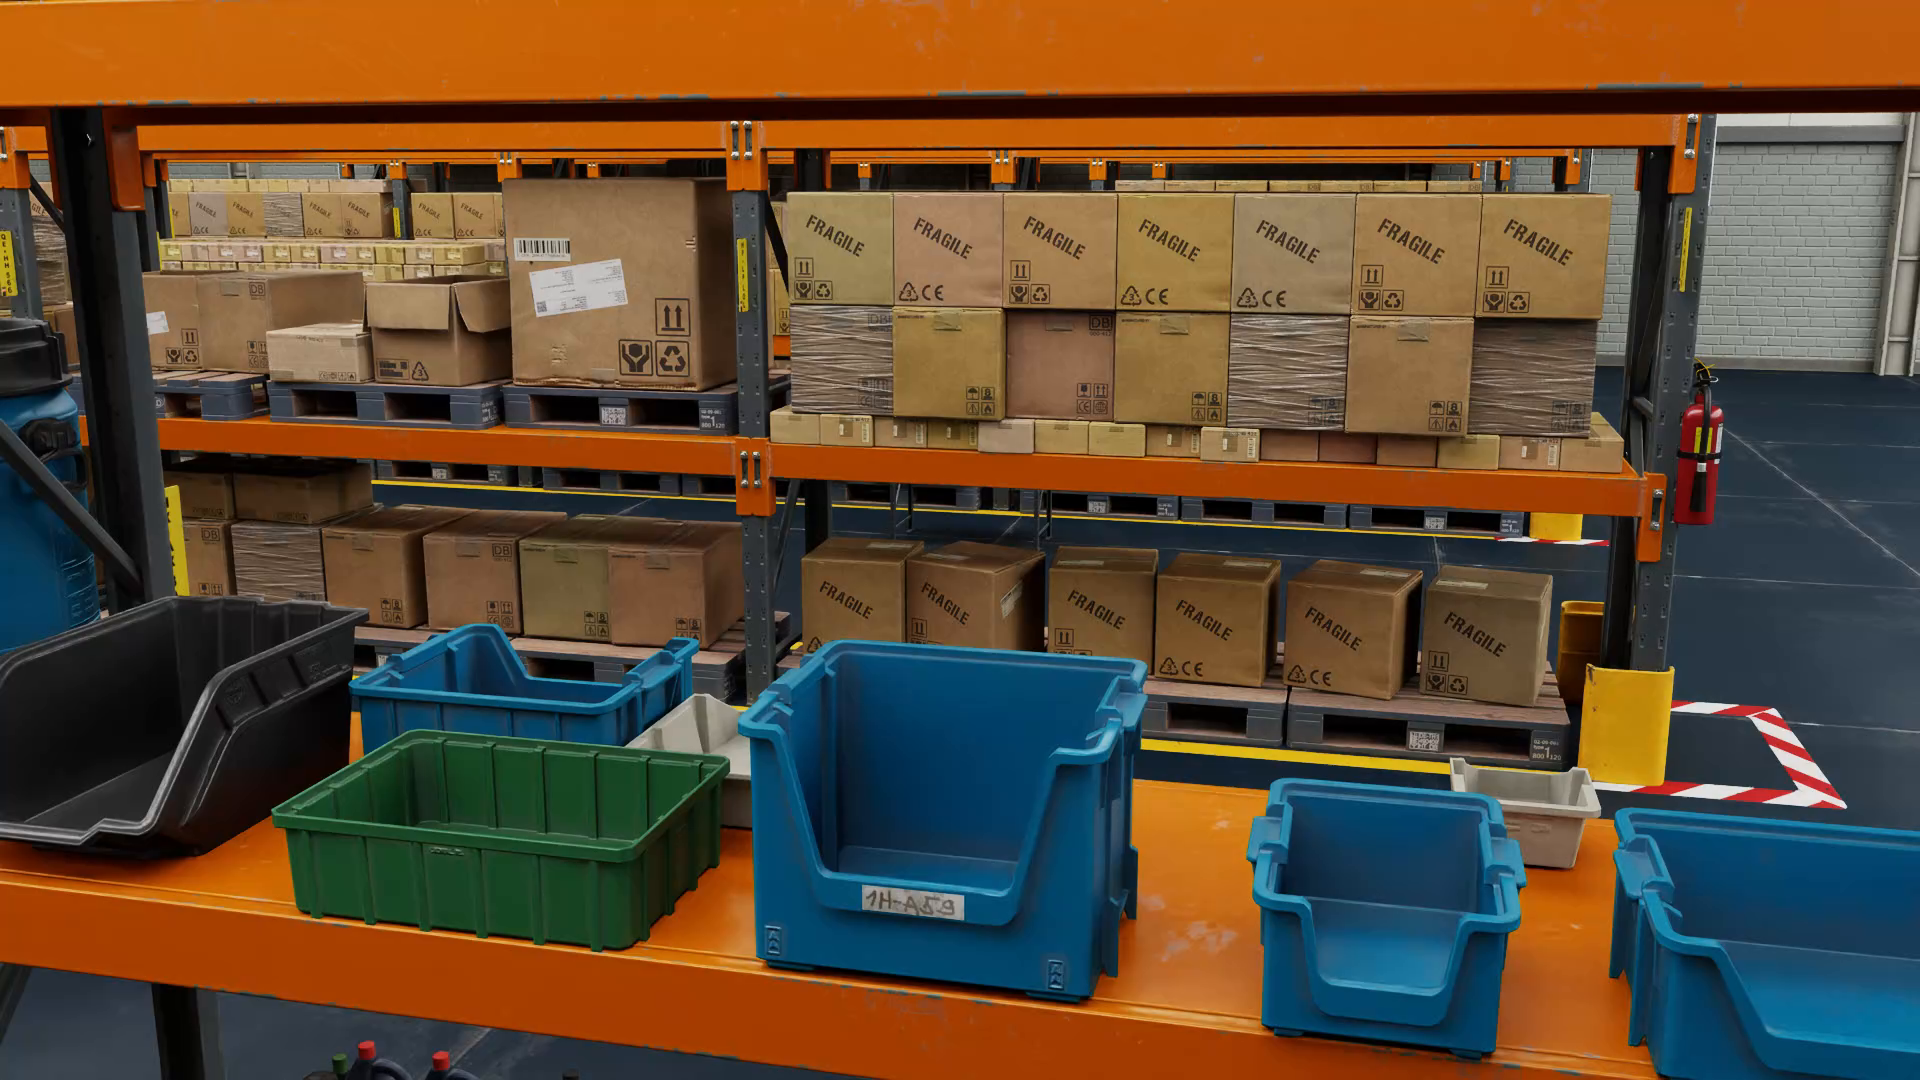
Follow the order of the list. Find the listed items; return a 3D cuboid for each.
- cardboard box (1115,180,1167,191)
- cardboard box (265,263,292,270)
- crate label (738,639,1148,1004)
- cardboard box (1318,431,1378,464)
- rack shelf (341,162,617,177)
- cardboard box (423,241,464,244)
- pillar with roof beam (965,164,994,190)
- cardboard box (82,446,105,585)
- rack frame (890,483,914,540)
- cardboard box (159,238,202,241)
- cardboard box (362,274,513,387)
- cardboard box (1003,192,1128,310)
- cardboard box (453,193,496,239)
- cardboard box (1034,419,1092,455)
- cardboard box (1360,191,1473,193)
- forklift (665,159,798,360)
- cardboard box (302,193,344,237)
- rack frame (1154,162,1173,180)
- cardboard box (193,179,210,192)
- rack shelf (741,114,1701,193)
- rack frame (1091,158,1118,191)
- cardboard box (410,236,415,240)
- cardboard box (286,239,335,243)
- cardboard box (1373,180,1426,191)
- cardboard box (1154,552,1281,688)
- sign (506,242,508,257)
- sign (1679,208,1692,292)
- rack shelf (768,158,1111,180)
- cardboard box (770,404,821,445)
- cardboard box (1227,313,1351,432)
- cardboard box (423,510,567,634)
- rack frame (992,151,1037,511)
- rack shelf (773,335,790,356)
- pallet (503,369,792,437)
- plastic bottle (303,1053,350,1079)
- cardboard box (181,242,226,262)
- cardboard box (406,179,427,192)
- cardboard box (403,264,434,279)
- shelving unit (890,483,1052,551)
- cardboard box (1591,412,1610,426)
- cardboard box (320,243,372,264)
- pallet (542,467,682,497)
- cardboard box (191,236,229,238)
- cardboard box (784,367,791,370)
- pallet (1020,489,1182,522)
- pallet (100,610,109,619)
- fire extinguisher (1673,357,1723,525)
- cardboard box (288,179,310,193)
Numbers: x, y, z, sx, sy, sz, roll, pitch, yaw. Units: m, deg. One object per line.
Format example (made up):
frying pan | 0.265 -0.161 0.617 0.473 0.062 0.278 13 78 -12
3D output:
cardboard box | 1.893 -3.452 17.141 0.500 0.500 0.700 3 13 13
cardboard box | -5.546 -2.237 13.814 0.250 0.149 0.380 3 13 12
crate label | -0.012 0.439 2.748 0.616 0.435 0.502 3 13 14
cardboard box | 1.731 -0.448 7.410 0.250 0.149 0.380 3 13 14
rack shelf | -7.005 -5.514 24.398 4.000 0.370 1.077 3 13 14
cardboard box | -4.354 -2.464 14.152 0.250 0.149 0.380 3 13 13
pillar with roof beam | -0.730 -6.235 19.061 0.400 9.000 9.100 3 13 14
cardboard box | -5.405 -0.170 9.509 0.875 0.875 1.225 2 13 11
rack frame | -0.411 -0.754 11.670 0.032 1.500 0.500 3 13 14
cardboard box | -6.901 -2.600 14.765 0.250 0.149 0.380 4 13 16
cardboard box | -2.562 -1.080 8.469 0.637 0.503 0.797 4 13 19
cardboard box | 0.490 -1.308 7.477 0.500 0.500 0.500 3 13 14
cardboard box | -5.390 -3.686 18.884 0.500 0.500 0.500 3 13 13
cardboard box | 0.500 -0.497 7.630 0.250 0.149 0.380 3 13 14
cardboard box | 2.074 -1.342 7.631 0.500 0.500 0.500 3 13 14
forklift | -1.943 -2.405 15.807 3.031 2.935 1.130 2 13 10
cardboard box | -7.264 -3.785 19.328 0.500 0.500 0.500 3 13 13
rack frame | 2.703 -3.882 22.306 0.127 3.000 1.000 3 13 14
cardboard box | -8.831 -4.189 19.653 0.250 0.149 0.380 3 13 14
rack shelf | 1.085 -1.764 7.493 4.000 0.370 1.077 3 13 14
rack frame | 1.518 -2.838 17.601 0.127 3.000 1.000 3 13 14
cardboard box | -6.642 -3.381 19.819 0.500 0.500 0.500 4 13 15
cardboard box | -5.635 -2.532 14.459 0.250 0.149 0.380 2 13 11
cardboard box | 4.363 -3.321 16.552 0.500 0.500 0.700 3 13 14
cardboard box | 1.233 0.373 7.931 0.500 0.500 0.500 4 13 19
sign | -3.574 -2.411 13.187 0.005 0.325 0.100 3 13 14
sign | 2.874 -1.150 6.591 0.005 0.325 0.100 3 13 14
rack shelf | -0.424 -4.055 17.821 4.000 0.370 1.077 3 13 14
cardboard box | -0.720 -0.557 7.899 0.250 0.149 0.380 3 13 14
cardboard box | 1.510 -0.811 7.545 0.500 0.500 0.875 3 13 14
cardboard box | -2.449 0.157 8.855 0.500 0.500 0.700 2 13 9
rack frame | 0.430 -1.792 12.885 0.127 3.000 1.000 3 13 14
rack shelf | -1.512 -1.545 13.431 4.000 0.370 1.077 3 13 14
pallet | -1.564 -0.731 8.545 1.213 0.211 1.003 3 13 14
plastic bottle | -1.497 1.354 3.960 0.133 0.283 0.061 4 13 16
cardboard box | -6.303 -2.422 13.963 0.250 0.149 0.380 3 13 13
cardboard box | -6.494 -4.178 19.602 0.250 0.149 0.380 3 13 13
cardboard box | -4.302 -2.170 13.515 0.250 0.149 0.380 4 13 16
shelving unit | 0.083 -0.728 11.551 1.048 1.500 0.538 3 13 14
cardboard box | 2.807 -0.489 7.592 0.250 0.149 0.380 3 13 14
cardboard box | -5.030 -2.355 13.661 0.250 0.149 0.380 3 13 14
pallet | -2.706 -0.581 13.867 1.213 0.211 1.003 3 13 14
cardboard box | -8.748 -3.374 19.784 0.500 0.500 0.500 3 13 13
cardboard box | -1.130 -0.963 13.372 0.750 0.750 1.050 3 13 14
pallet | 1.149 -0.375 12.935 1.213 0.211 1.003 3 13 14
pallet | -3.982 0.440 9.261 1.213 0.211 1.003 3 13 14
fire extinguisher | 3.028 -0.406 6.817 0.183 0.674 0.296 3 13 14
cardboard box | -7.596 -4.122 19.352 0.250 0.149 0.380 3 13 13
